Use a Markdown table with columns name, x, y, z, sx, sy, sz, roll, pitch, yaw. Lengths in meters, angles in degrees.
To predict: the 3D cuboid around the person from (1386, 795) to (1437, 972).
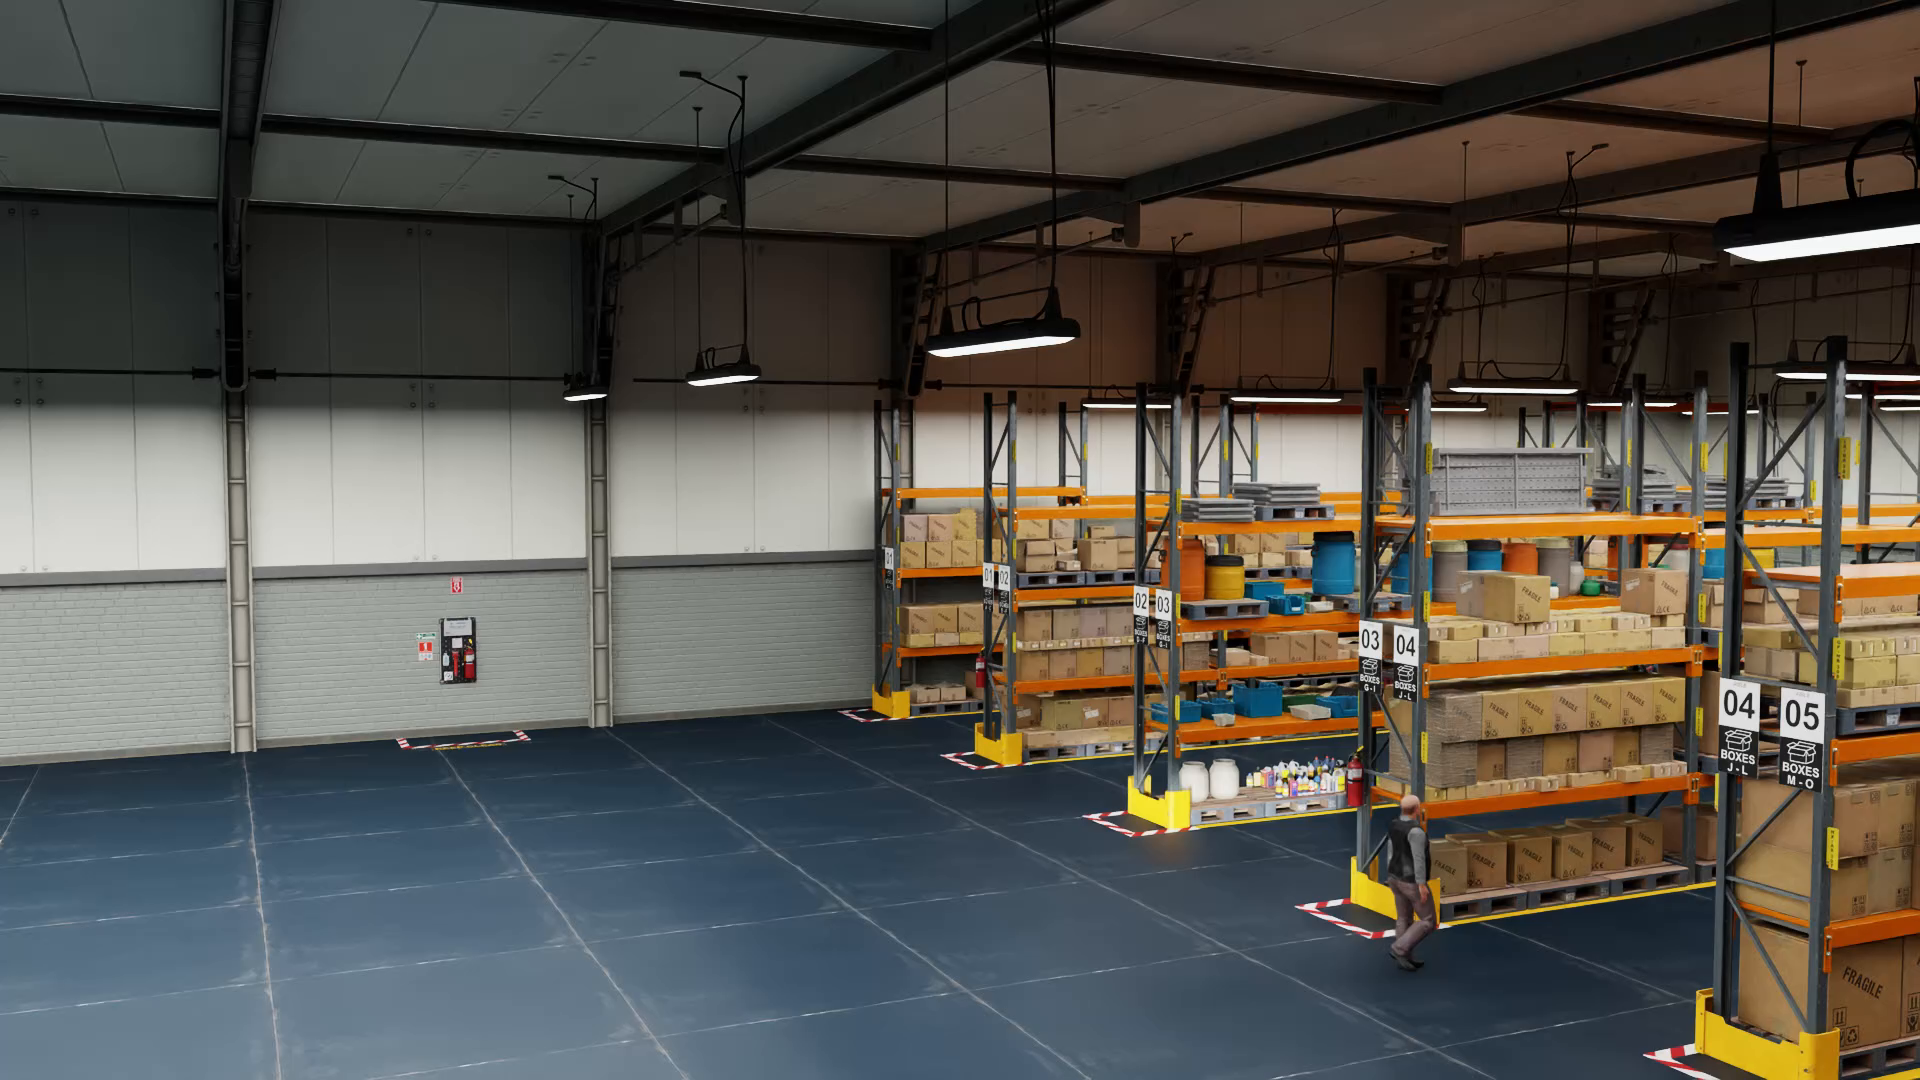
| name | x | y | z | sx | sy | sz | roll | pitch | yaw |
| --- | --- | --- | --- | --- | --- | --- | --- | --- | --- |
| person | 4.362 | 3.359 | 16.286 | 0.506 | 1.721 | 0.571 | -1 | 4 | -21 |
